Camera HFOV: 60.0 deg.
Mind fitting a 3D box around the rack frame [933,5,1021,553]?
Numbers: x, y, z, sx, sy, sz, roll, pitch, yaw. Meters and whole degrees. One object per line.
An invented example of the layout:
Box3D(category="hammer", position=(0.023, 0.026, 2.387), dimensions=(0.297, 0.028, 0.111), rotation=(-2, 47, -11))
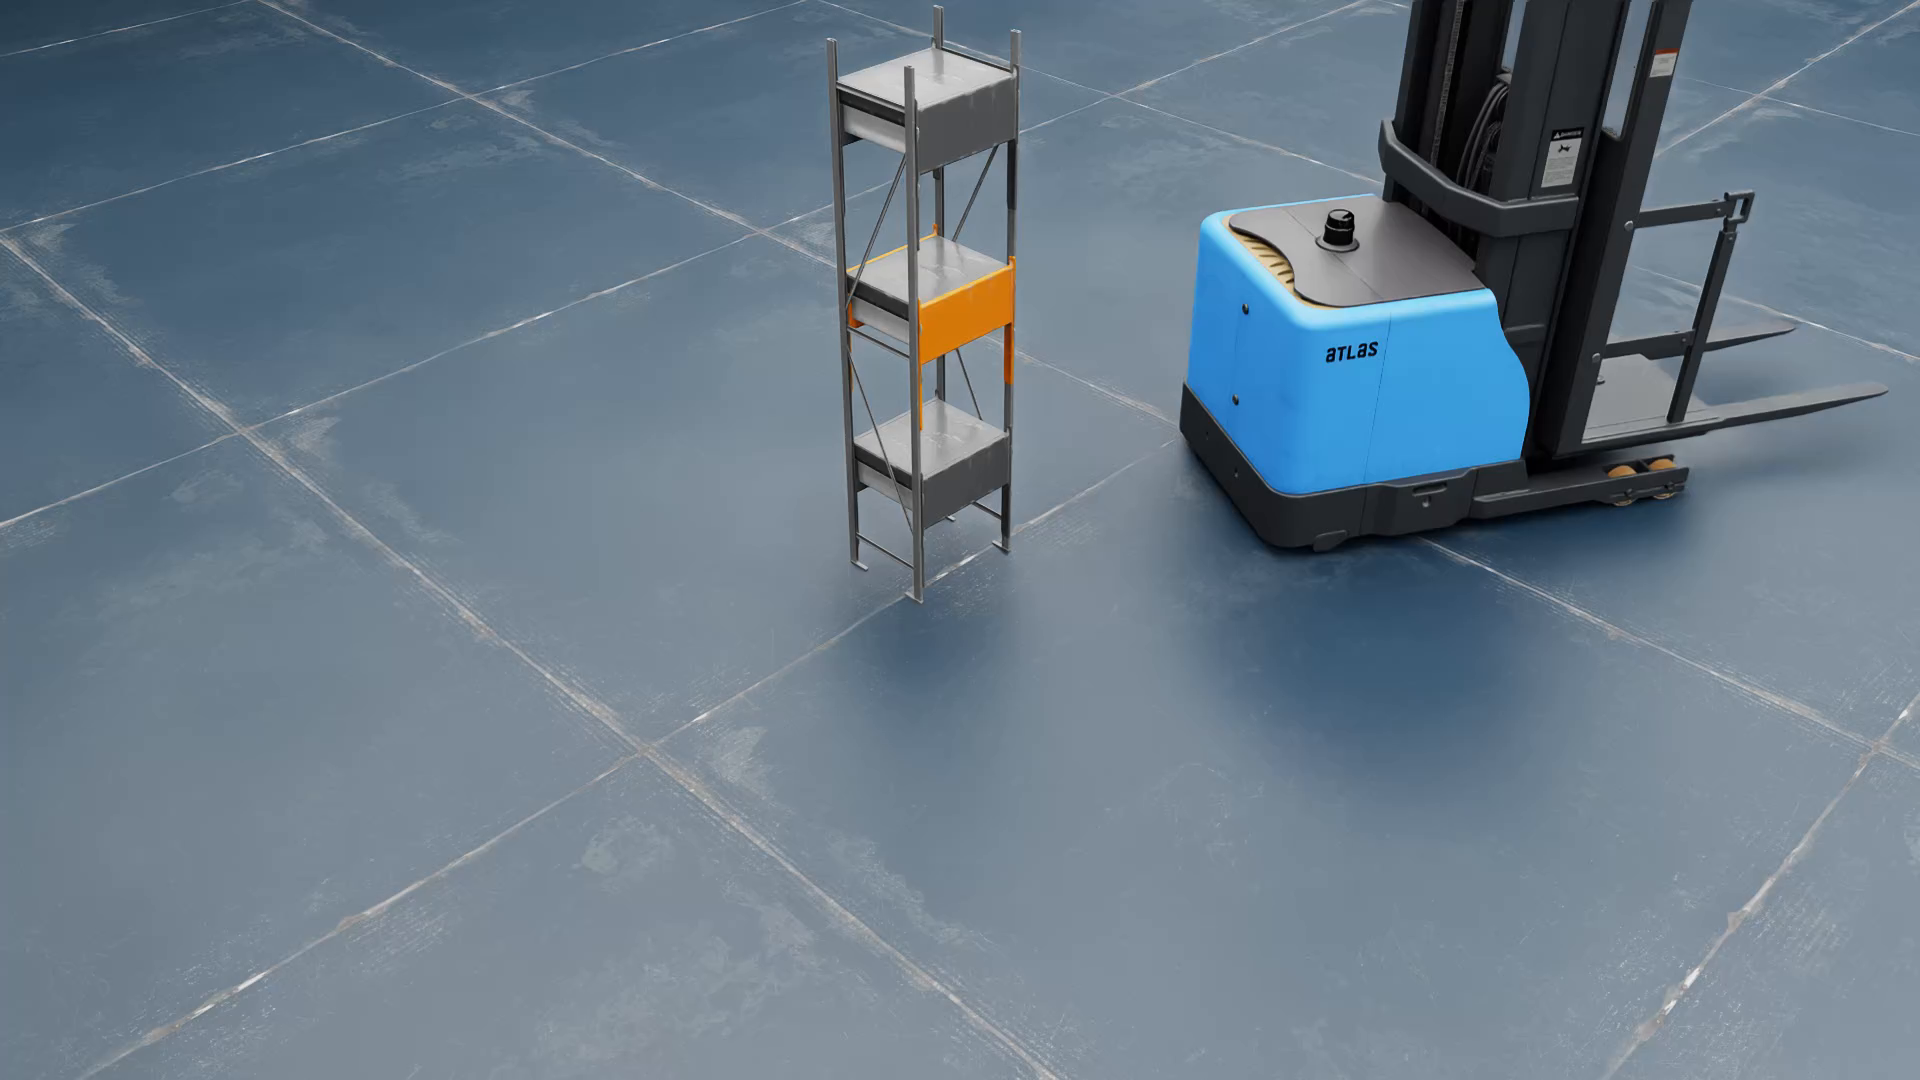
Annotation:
Box3D(category="rack frame", position=(0.055, -0.893, 6.195), dimensions=(0.400, 2.100, 0.015), rotation=(30, 45, 35))

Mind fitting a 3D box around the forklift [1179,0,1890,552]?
Box3D(category="forklift", position=(2.542, -1.625, 6.518), dimensions=(3.031, 2.935, 1.130), rotation=(-9, 36, -13))

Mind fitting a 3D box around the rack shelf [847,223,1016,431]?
Box3D(category="rack shelf", position=(-0.117, -0.783, 6.061), dimensions=(0.431, 0.518, 0.480), rotation=(30, 45, 35))

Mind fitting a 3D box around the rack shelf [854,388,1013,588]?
Box3D(category="rack shelf", position=(-0.117, -0.209, 6.461), dimensions=(0.431, 0.518, 0.480), rotation=(30, 45, 35))

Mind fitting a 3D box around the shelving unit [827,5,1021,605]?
Box3D(category="shelving unit", position=(-0.117, -0.794, 6.053), dimensions=(0.431, 2.100, 0.503), rotation=(30, 45, 35))

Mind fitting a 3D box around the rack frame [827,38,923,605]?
Box3D(category="rack frame", position=(-0.289, -0.695, 5.911), dimensions=(0.400, 2.100, 0.015), rotation=(30, 45, 35))

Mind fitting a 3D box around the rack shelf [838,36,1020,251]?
Box3D(category="rack shelf", position=(-0.117, -1.357, 5.660), dimensions=(0.431, 0.518, 0.480), rotation=(30, 45, 35))
